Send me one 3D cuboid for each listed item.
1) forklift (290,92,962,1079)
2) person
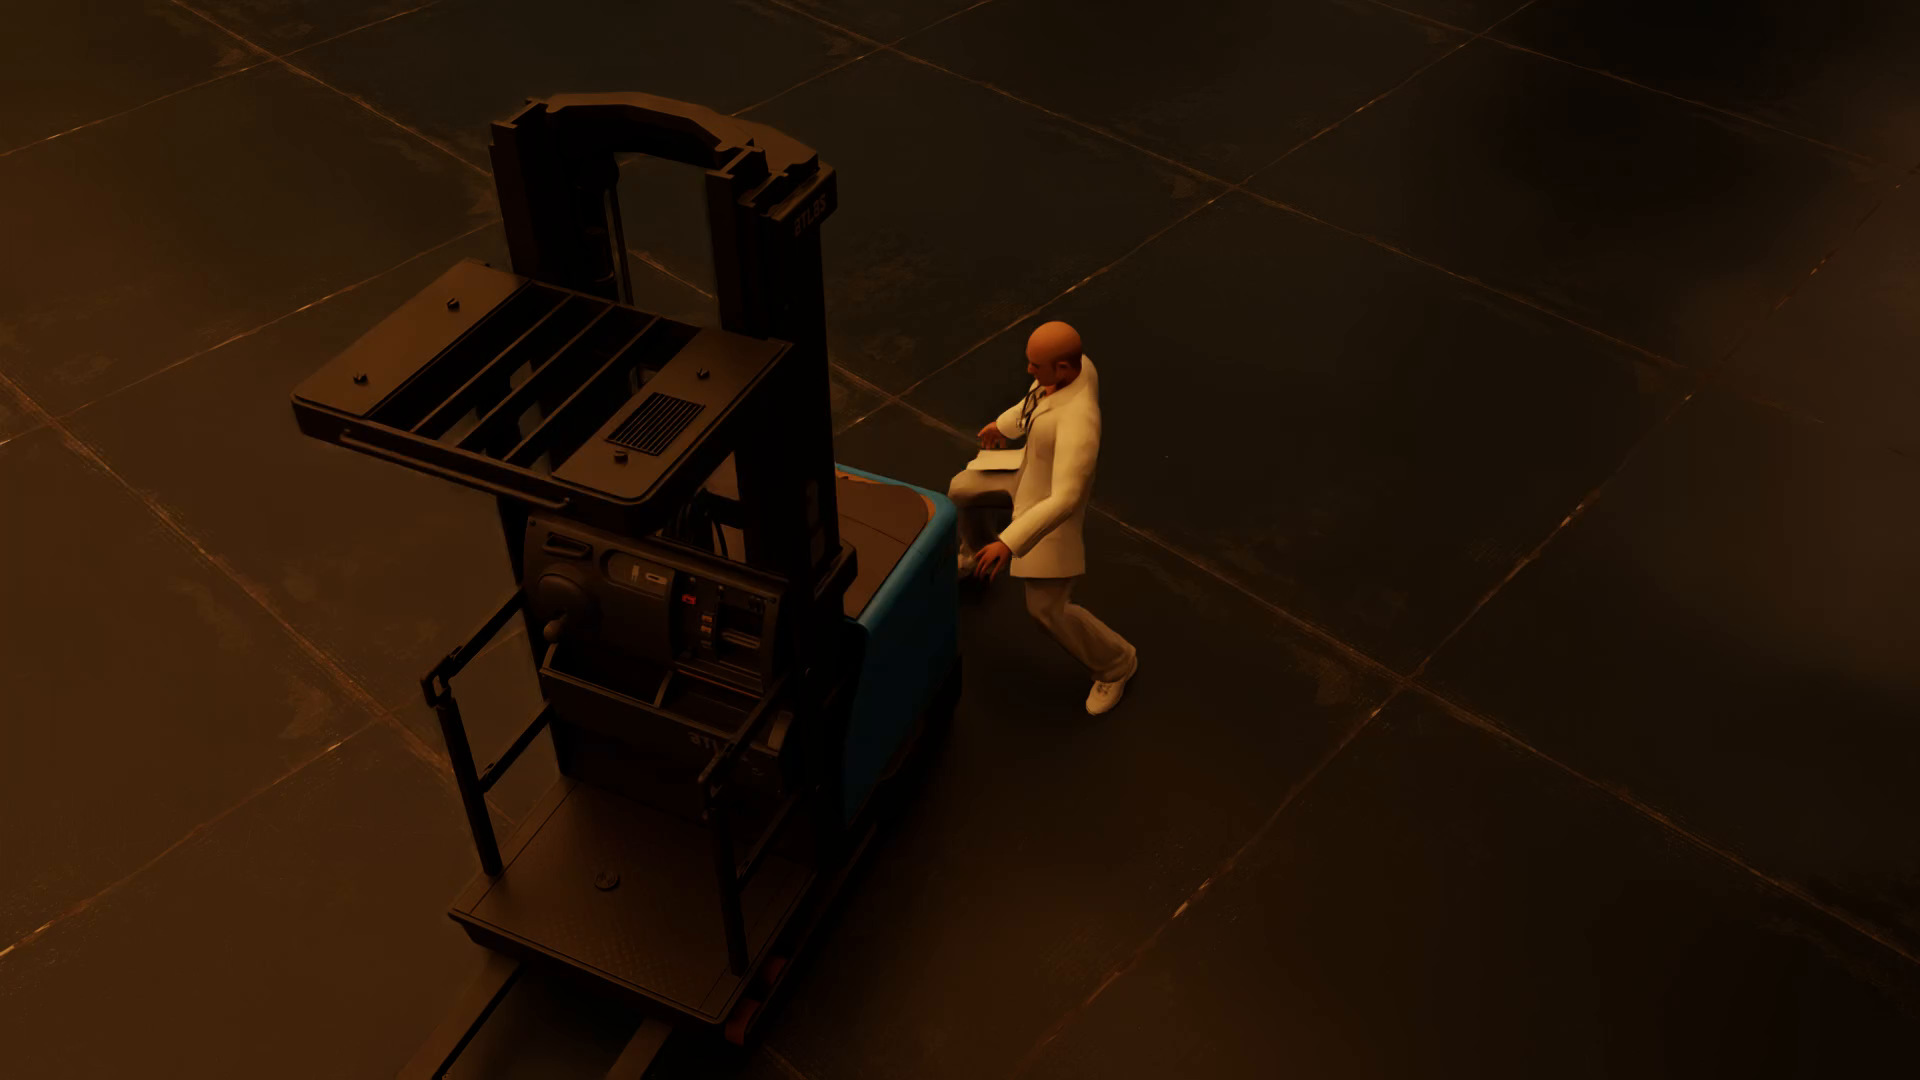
[{"bbox_3d":[-1.064,0.285,5.096,1.130,2.935,3.031,17,43,18],"label":"forklift"},{"bbox_3d":[0.301,-0.159,6.667,0.879,1.640,1.011,-2,41,-3],"label":"person"}]
